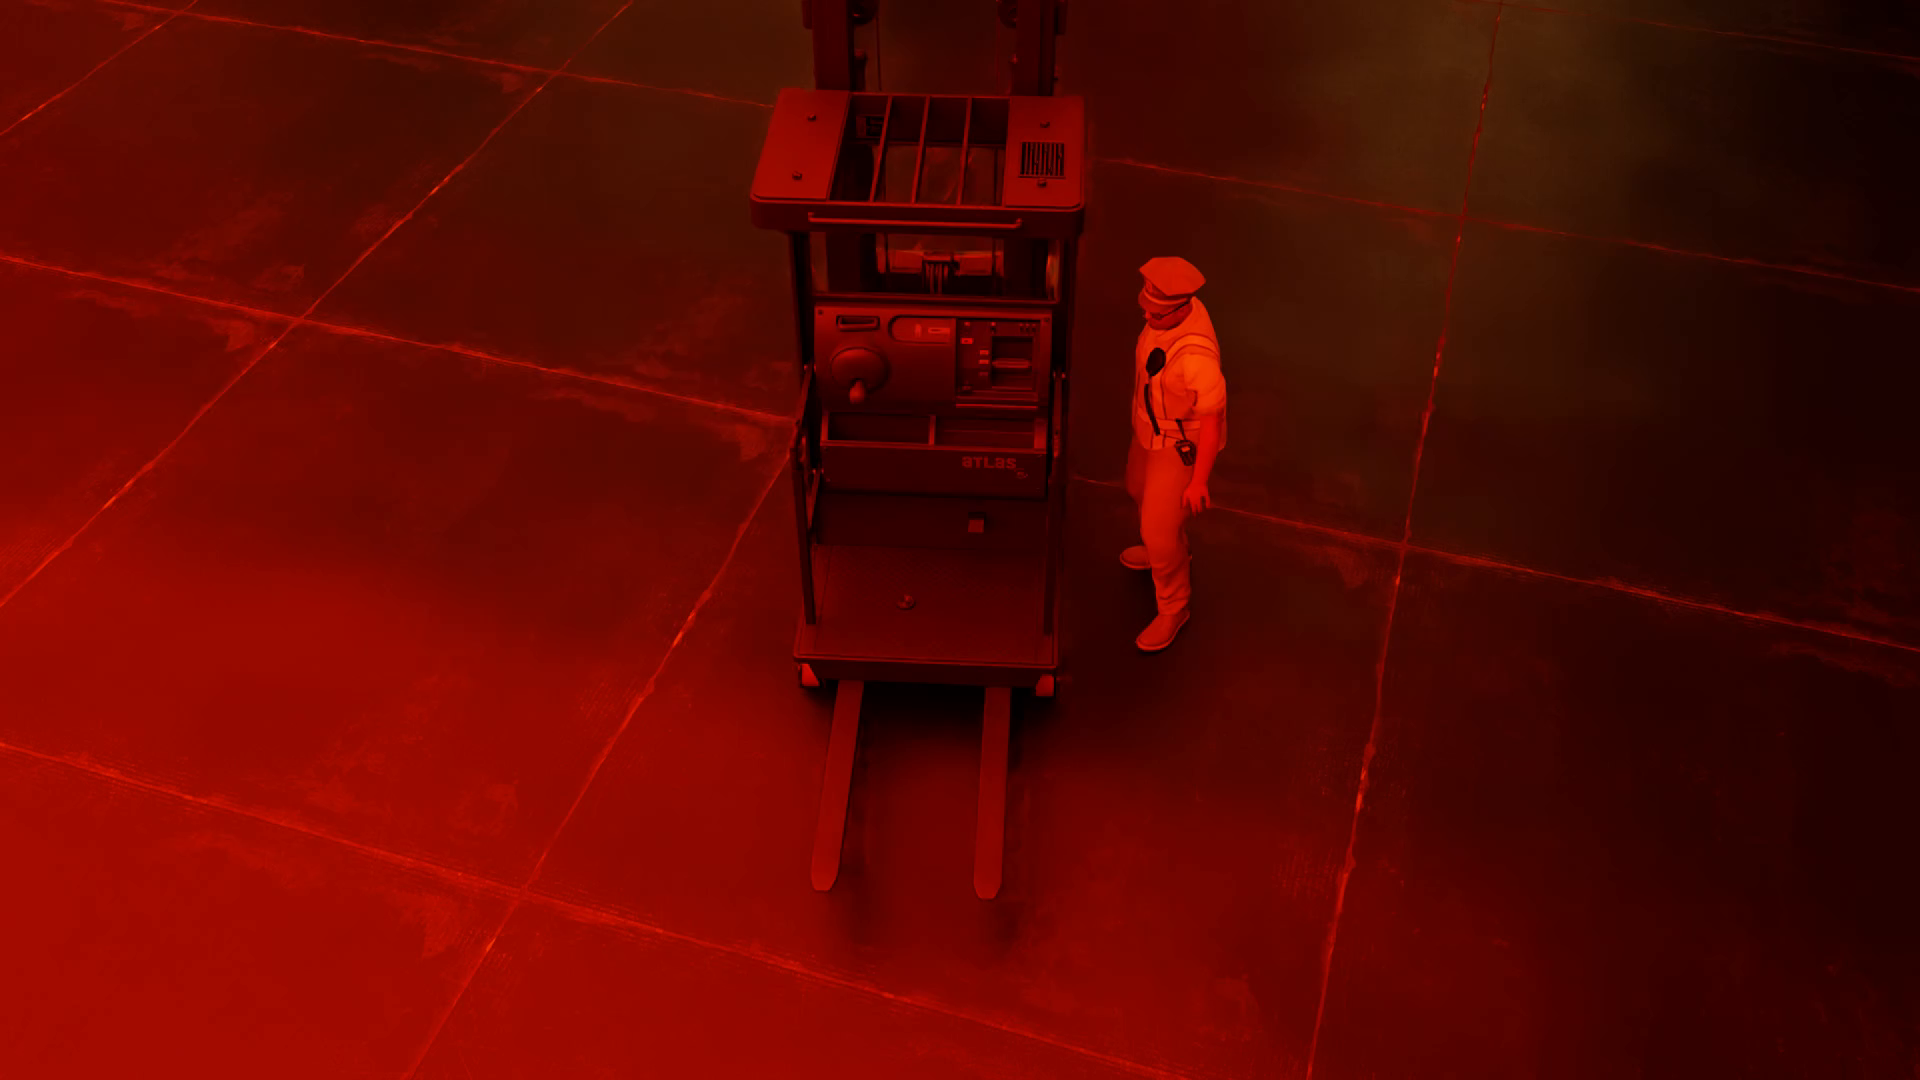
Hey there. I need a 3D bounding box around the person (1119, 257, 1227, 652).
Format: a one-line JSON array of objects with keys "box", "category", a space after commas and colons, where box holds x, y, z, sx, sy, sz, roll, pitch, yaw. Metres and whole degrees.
[{"box": [0.907, -0.431, 7.048, 0.423, 1.722, 0.861, -7, 43, -8], "category": "person"}]

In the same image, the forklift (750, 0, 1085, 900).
[{"box": [-0.116, -0.635, 6.371, 1.130, 2.935, 3.031, 2, 43, 2], "category": "forklift"}]
